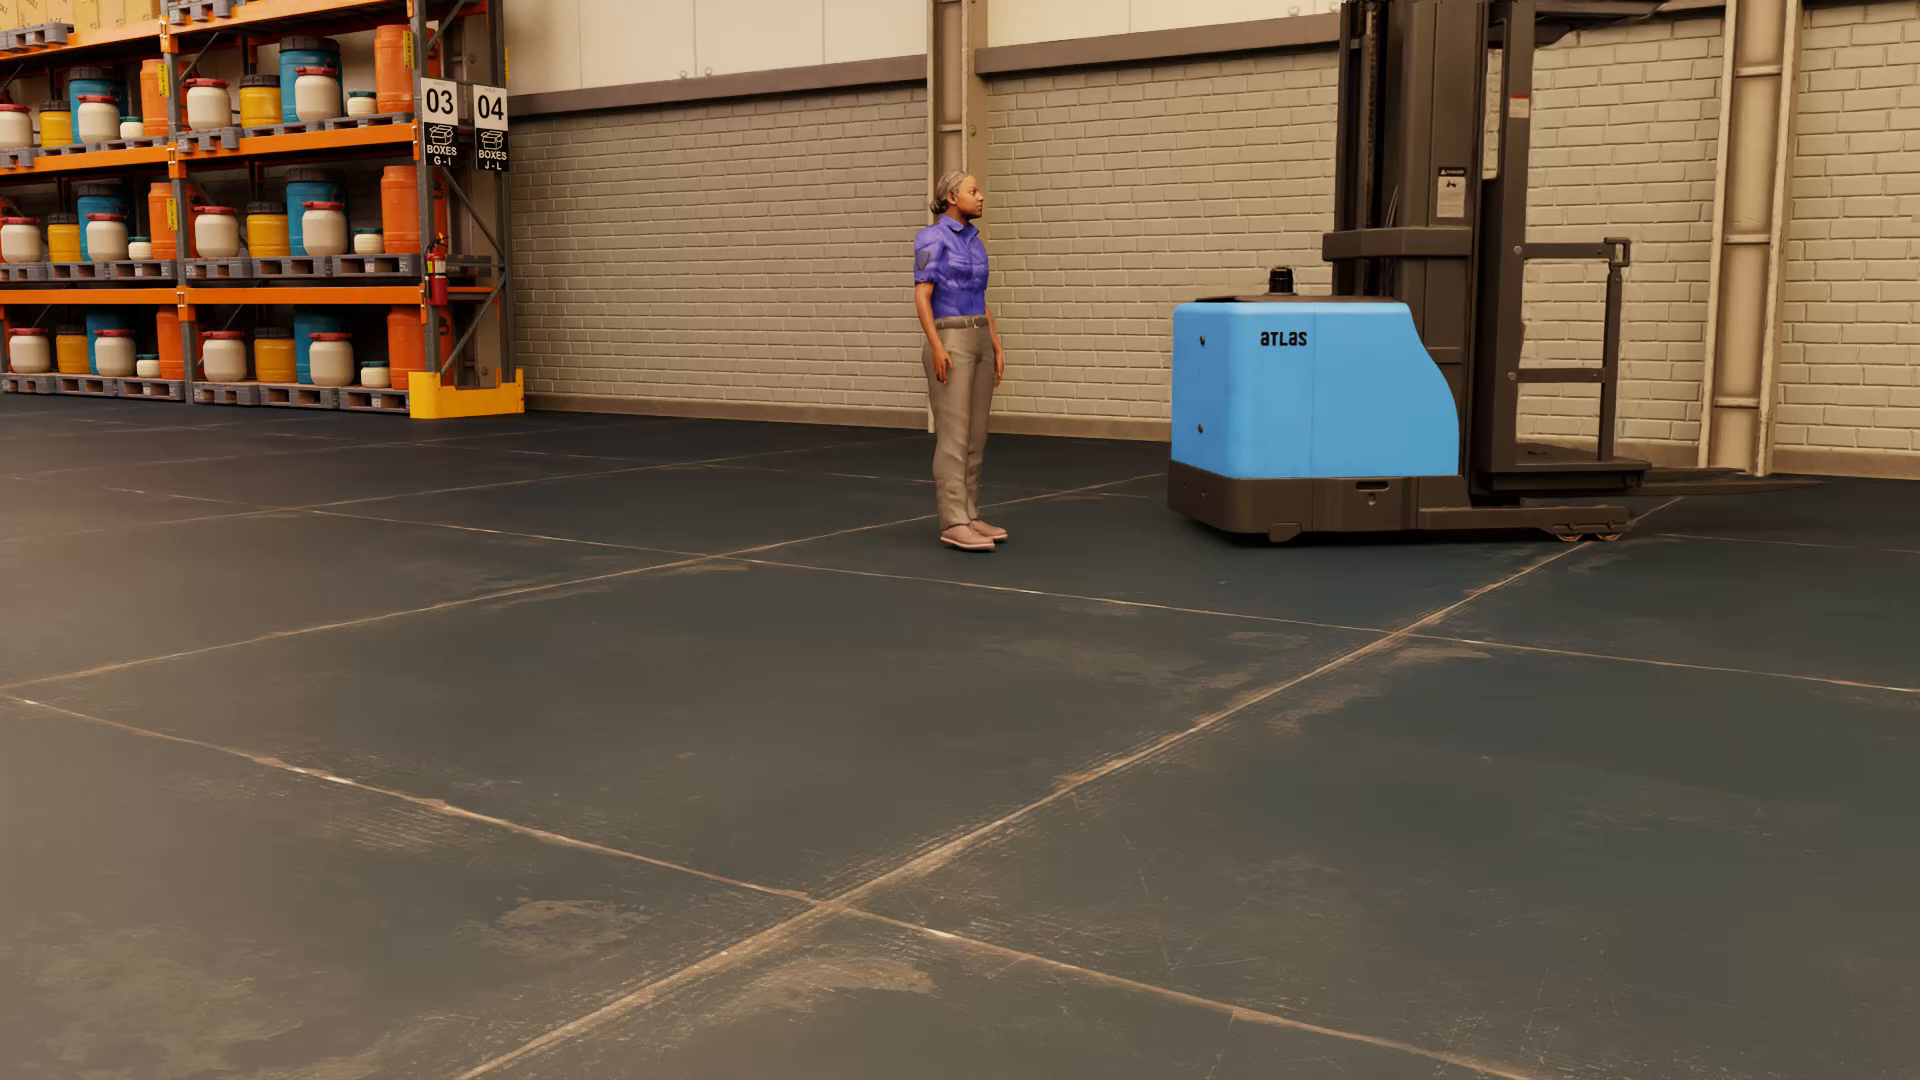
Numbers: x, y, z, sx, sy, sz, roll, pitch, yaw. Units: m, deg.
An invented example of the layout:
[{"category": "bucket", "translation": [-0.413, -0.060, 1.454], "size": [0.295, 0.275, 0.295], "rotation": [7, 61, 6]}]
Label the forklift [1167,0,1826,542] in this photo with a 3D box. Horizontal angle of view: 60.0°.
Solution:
[{"category": "forklift", "translation": [2.589, -1.514, 7.840], "size": [3.031, 2.935, 1.130], "rotation": [-1, 8, -9]}]

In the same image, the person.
[{"category": "person", "translation": [0.062, -0.817, 7.421], "size": [0.503, 1.656, 0.569], "rotation": [5, 10, 34]}]
